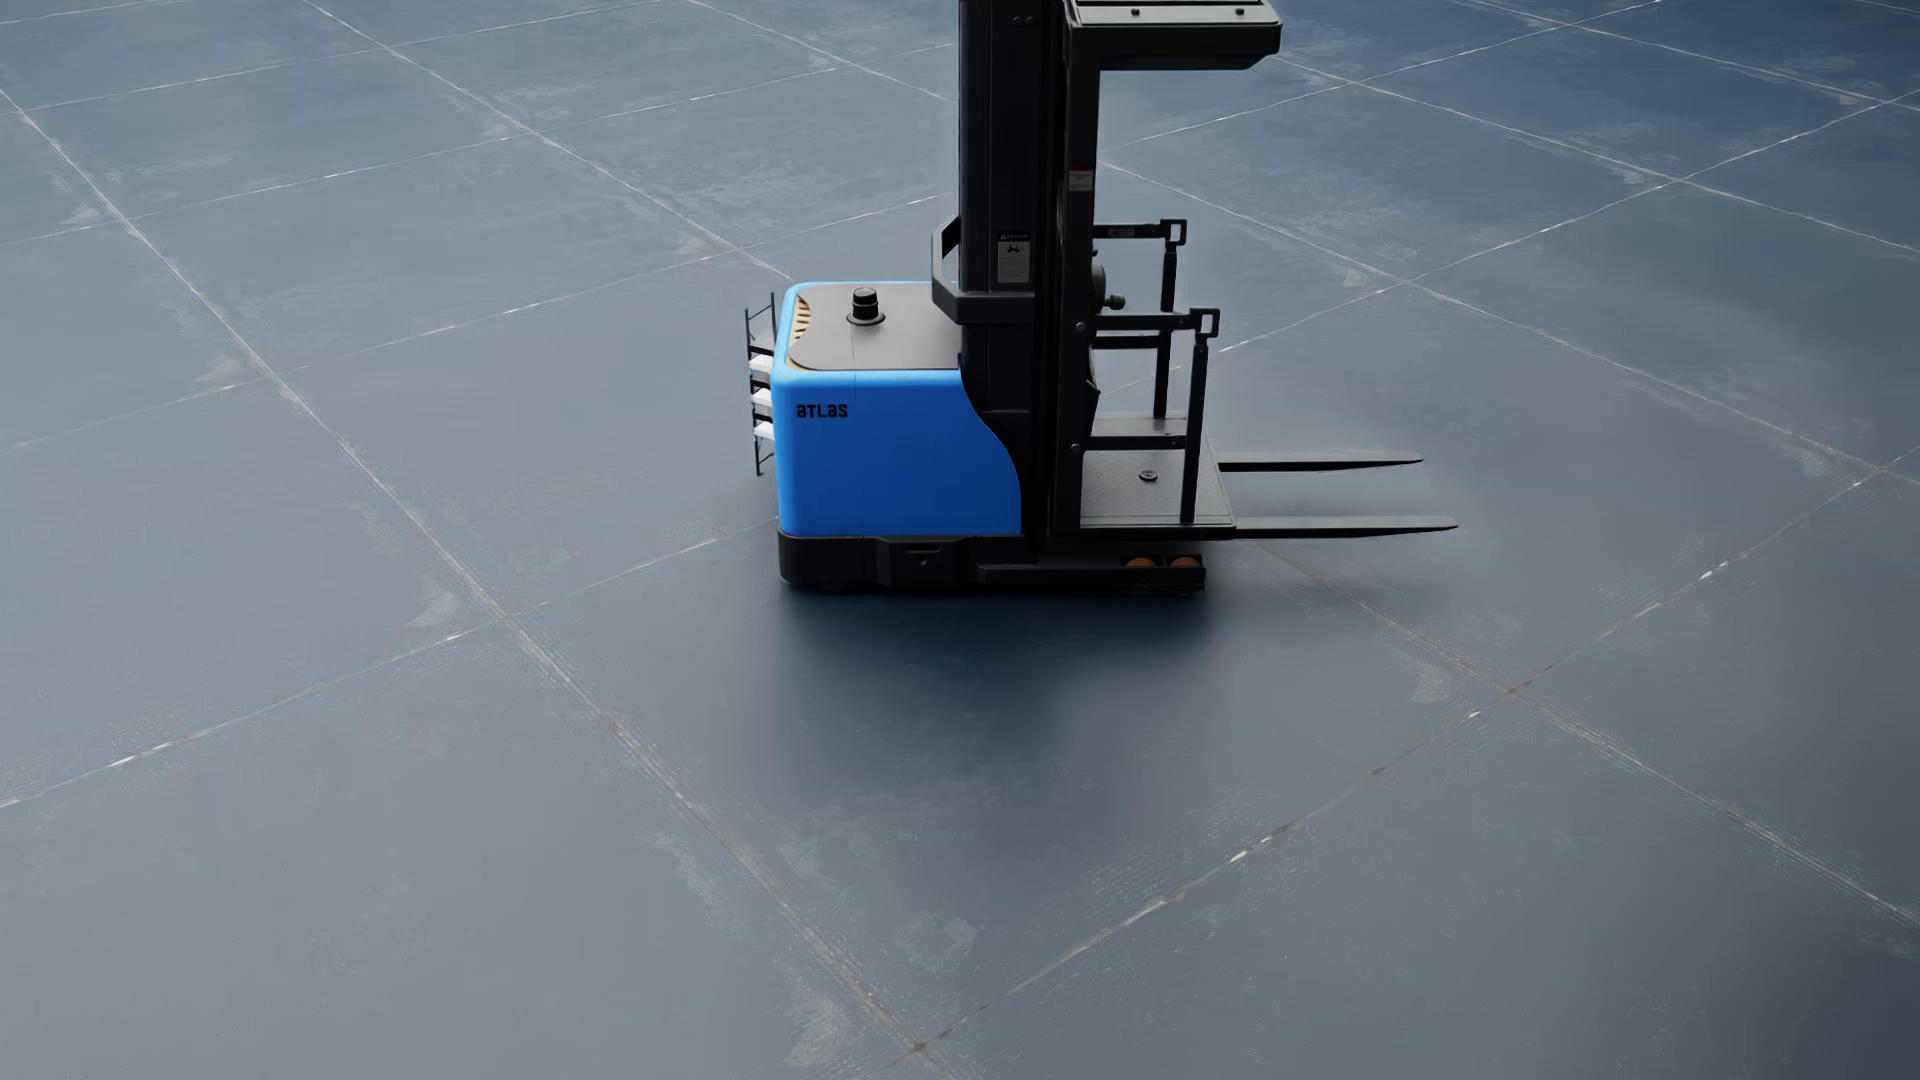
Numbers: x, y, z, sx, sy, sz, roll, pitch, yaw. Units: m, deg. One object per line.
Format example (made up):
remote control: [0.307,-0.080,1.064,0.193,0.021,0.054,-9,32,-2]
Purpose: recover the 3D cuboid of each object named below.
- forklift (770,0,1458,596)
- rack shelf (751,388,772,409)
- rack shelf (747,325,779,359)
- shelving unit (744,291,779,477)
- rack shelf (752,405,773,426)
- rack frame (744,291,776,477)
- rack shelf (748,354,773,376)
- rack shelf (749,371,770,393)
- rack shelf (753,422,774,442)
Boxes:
forklift: [0.707,-1.279,7.031,3.031,2.935,1.130,-1,32,-1]
rack shelf: [-0.861,-0.699,8.086,0.200,0.077,0.258,16,35,24]
rack shelf: [-0.861,-0.928,7.943,0.200,0.077,0.258,16,35,24]
shelving unit: [-0.861,-0.727,8.068,0.210,0.900,0.258,16,35,24]
rack shelf: [-0.861,-0.623,8.133,0.200,0.077,0.258,16,35,24]
rack frame: [-0.951,-0.753,8.109,0.006,0.900,0.240,16,35,24]
rack shelf: [-0.861,-0.852,7.991,0.200,0.077,0.258,16,35,24]
rack shelf: [-0.861,-0.775,8.038,0.200,0.077,0.258,16,35,24]
rack shelf: [-0.861,-0.546,8.181,0.200,0.077,0.258,16,35,24]
